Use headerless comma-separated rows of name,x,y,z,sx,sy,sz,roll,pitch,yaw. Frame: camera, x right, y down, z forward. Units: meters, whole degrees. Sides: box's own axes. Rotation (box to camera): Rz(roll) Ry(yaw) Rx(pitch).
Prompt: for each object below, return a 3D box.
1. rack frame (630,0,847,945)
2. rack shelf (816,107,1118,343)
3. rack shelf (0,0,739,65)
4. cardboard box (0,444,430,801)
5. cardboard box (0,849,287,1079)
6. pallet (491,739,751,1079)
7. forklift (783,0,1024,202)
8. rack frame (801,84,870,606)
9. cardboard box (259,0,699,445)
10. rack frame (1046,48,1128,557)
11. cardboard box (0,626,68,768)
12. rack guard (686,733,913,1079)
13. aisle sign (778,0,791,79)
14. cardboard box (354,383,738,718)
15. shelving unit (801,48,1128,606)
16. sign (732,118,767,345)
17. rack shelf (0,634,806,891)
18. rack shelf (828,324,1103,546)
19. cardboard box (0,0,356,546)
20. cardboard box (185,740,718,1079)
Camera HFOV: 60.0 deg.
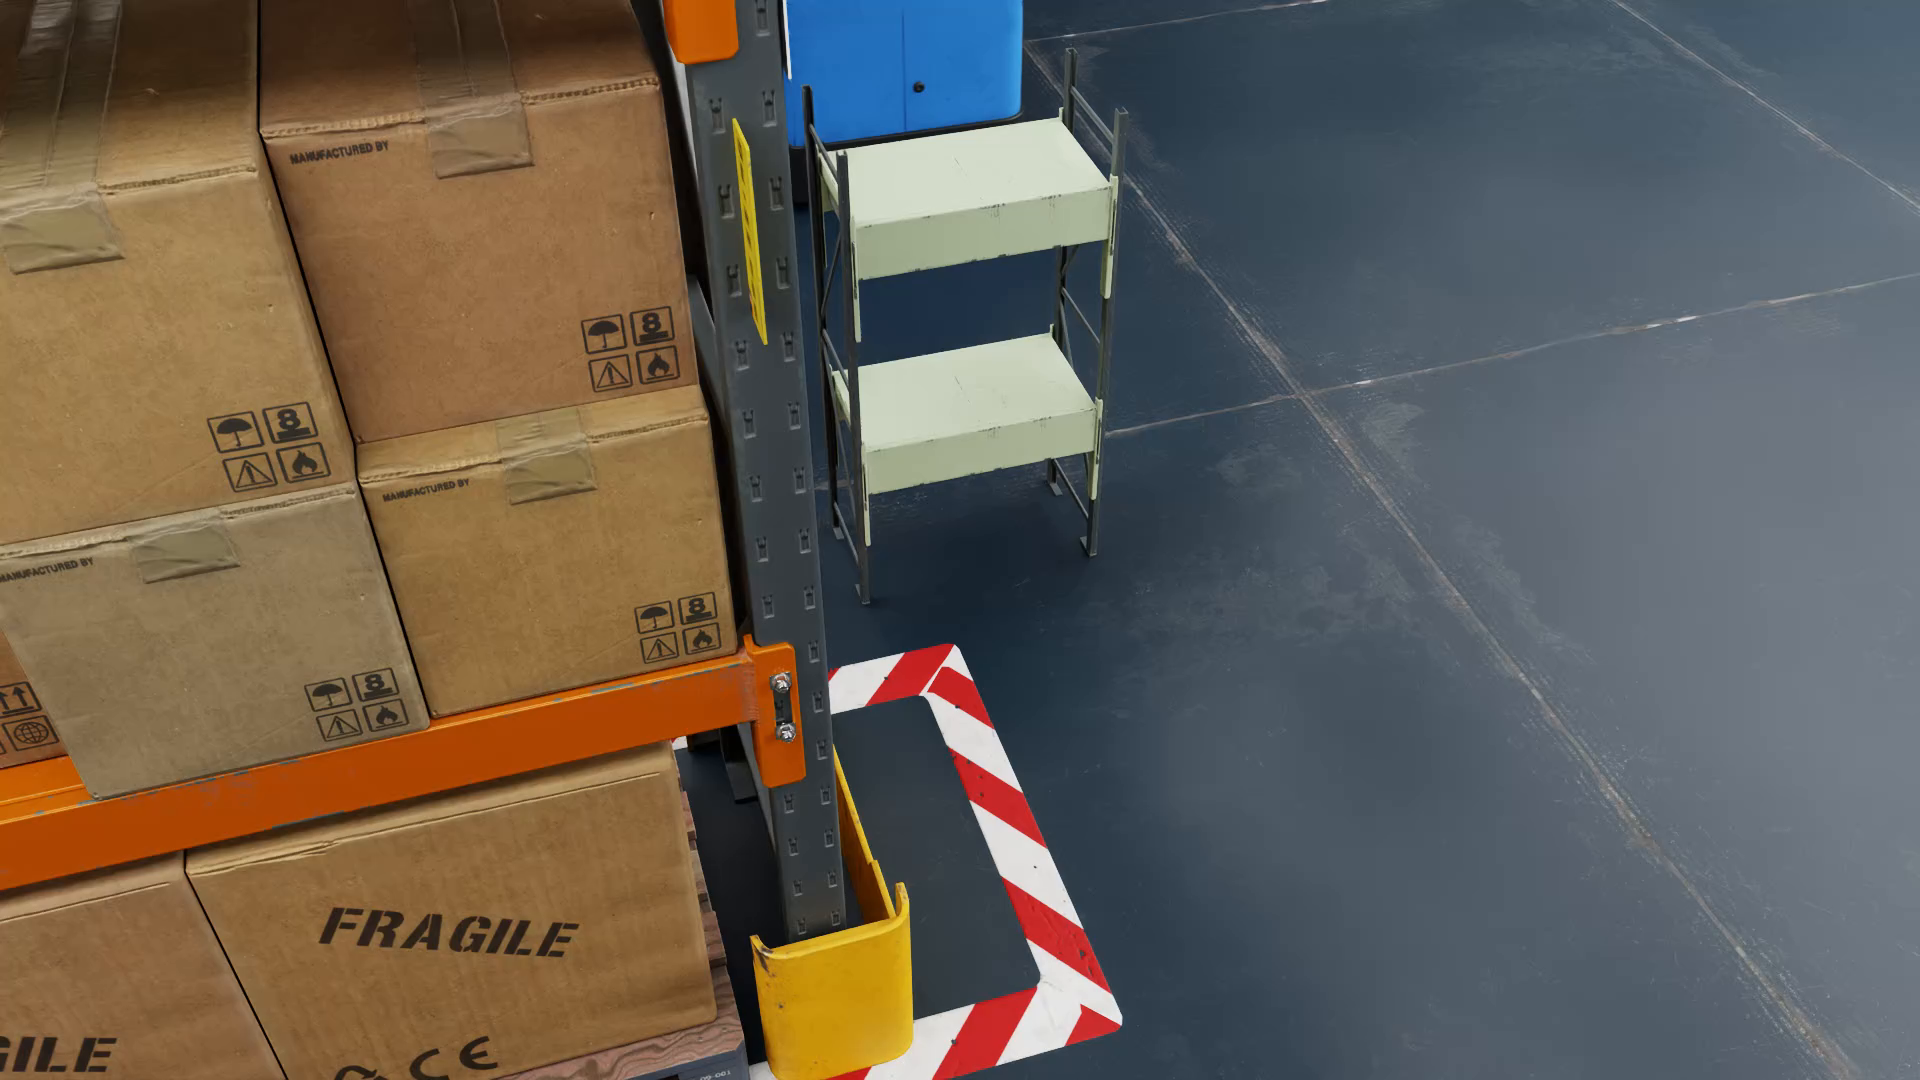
rack frame,-0.455,-0.262,3.270,0.127,3.000,1.000,-12,42,-13
rack shelf,0.006,-0.860,4.501,0.720,0.370,0.431,-12,42,-13
rack shelf,-2.363,-0.726,2.068,4.000,0.370,1.077,-12,42,-13
cardboard box,-1.314,-0.095,2.964,0.550,0.550,0.875,-12,42,-13
cardboard box,-1.921,0.730,3.430,0.875,0.875,0.875,-12,43,-14
pallet,-1.194,0.995,3.951,1.213,0.211,1.003,-12,42,-13
forklift,-0.645,-3.445,6.966,1.130,2.935,3.031,-11,42,-12
rack frame,-0.343,-0.494,4.675,0.023,1.500,0.400,-12,42,-13
cardboard box,-0.821,-0.676,2.810,0.550,0.550,0.875,-12,42,-13
rack frame,0.355,-0.638,4.841,0.023,1.500,0.400,-12,42,-13
cardboard box,-1.885,-0.063,2.928,0.550,0.550,0.875,-12,42,-13
rack guard,-0.432,0.674,4.098,0.348,0.500,1.175,-12,42,-13
aisle sign,-0.297,-1.067,2.216,0.004,0.787,0.394,-12,42,-13
cardboard box,-0.796,-0.217,3.104,0.550,0.550,0.875,-12,42,-13
shelving unit,0.006,-0.566,4.758,0.755,1.500,0.431,-12,42,-13
sign,-0.305,-0.444,2.419,0.005,0.325,0.100,-12,42,-13
rack shelf,-2.363,0.404,3.055,4.000,0.370,1.077,-12,42,-13
rack shelf,0.006,-0.321,4.973,0.720,0.370,0.431,-12,42,-13
cardboard box,-1.318,-0.510,2.619,0.550,0.550,0.875,-12,42,-13
cardboard box,-1.082,0.555,3.630,0.875,0.875,0.875,-11,42,-13
